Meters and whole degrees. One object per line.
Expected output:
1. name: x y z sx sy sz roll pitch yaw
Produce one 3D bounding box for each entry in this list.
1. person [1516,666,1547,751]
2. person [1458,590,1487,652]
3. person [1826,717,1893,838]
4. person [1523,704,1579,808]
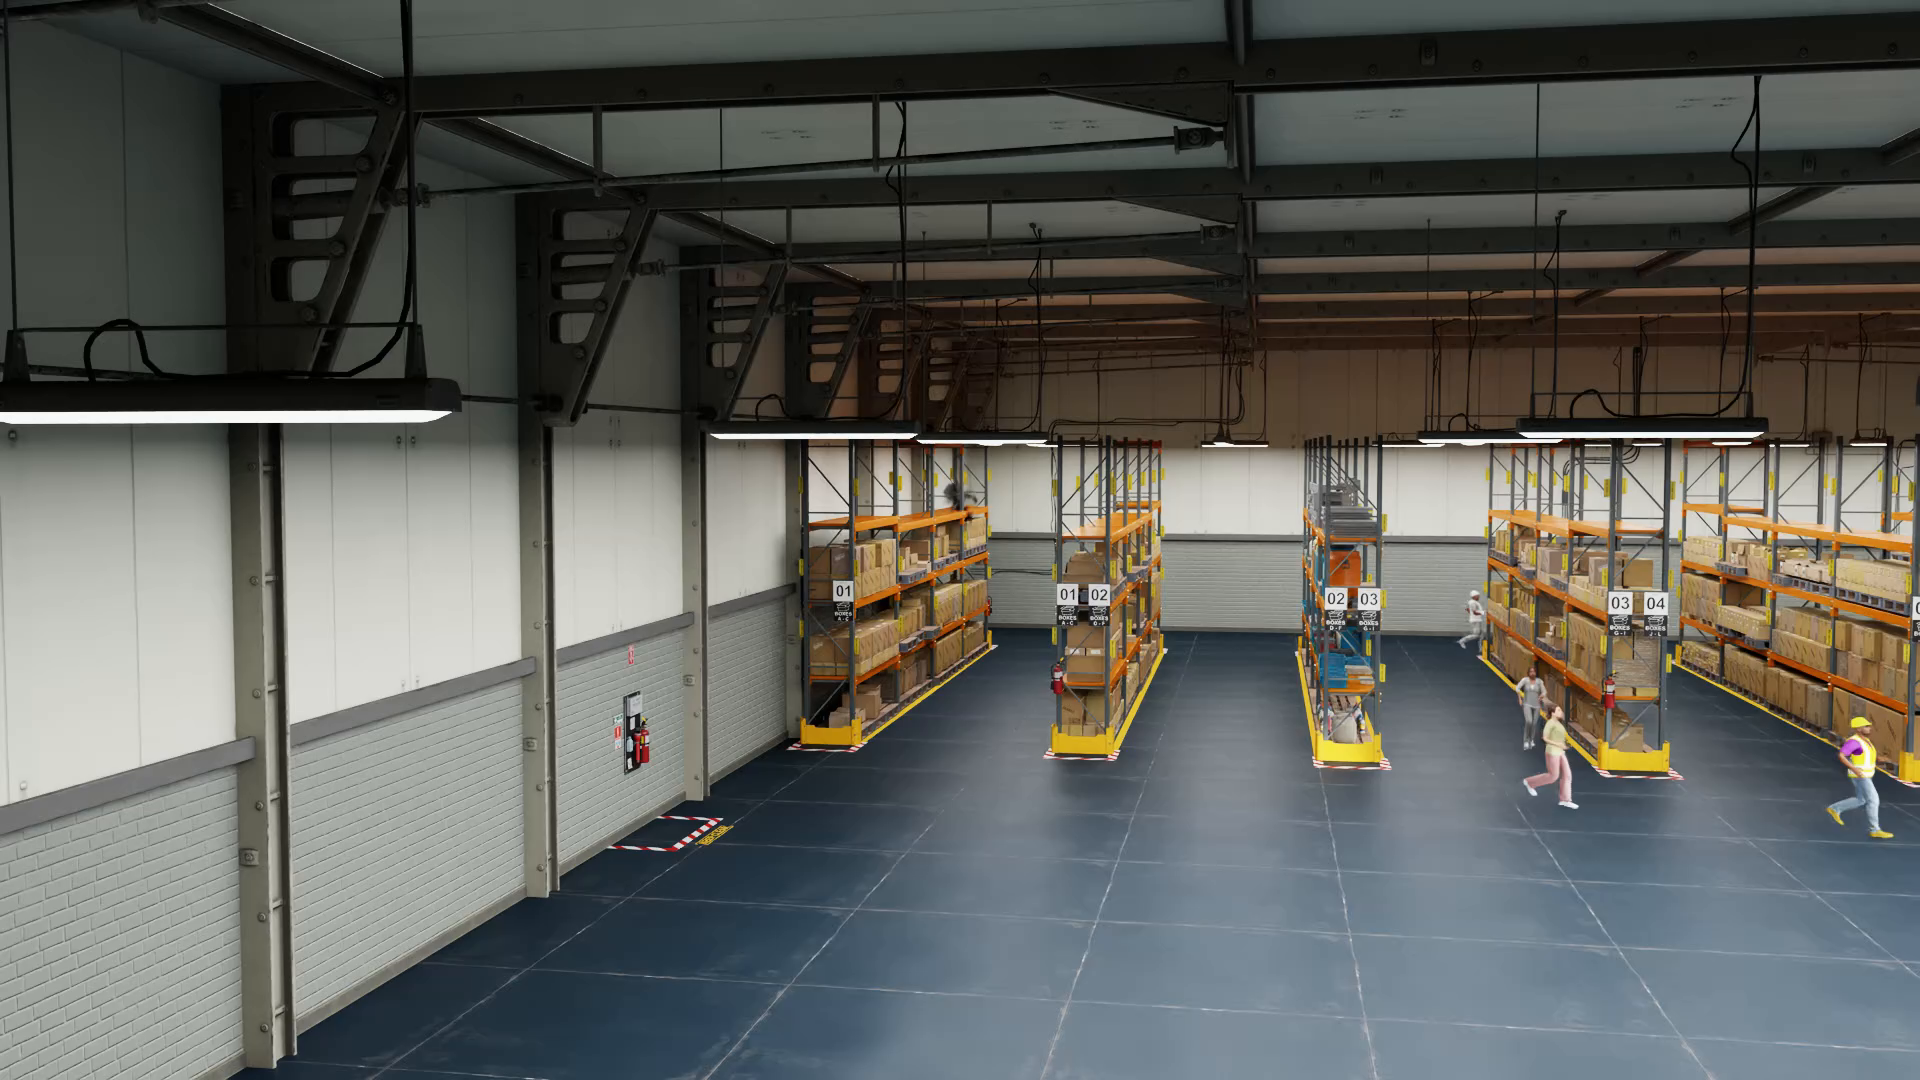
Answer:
1. person: 10.921 3.211 31.763 0.545 1.621 0.650 1 3 10
2. person: 14.542 2.303 46.984 0.891 1.756 0.677 1 3 14
3. person: 13.370 3.503 24.696 0.932 1.747 0.713 3 4 41
4. person: 9.530 3.451 26.761 0.874 1.659 0.584 3 4 40
